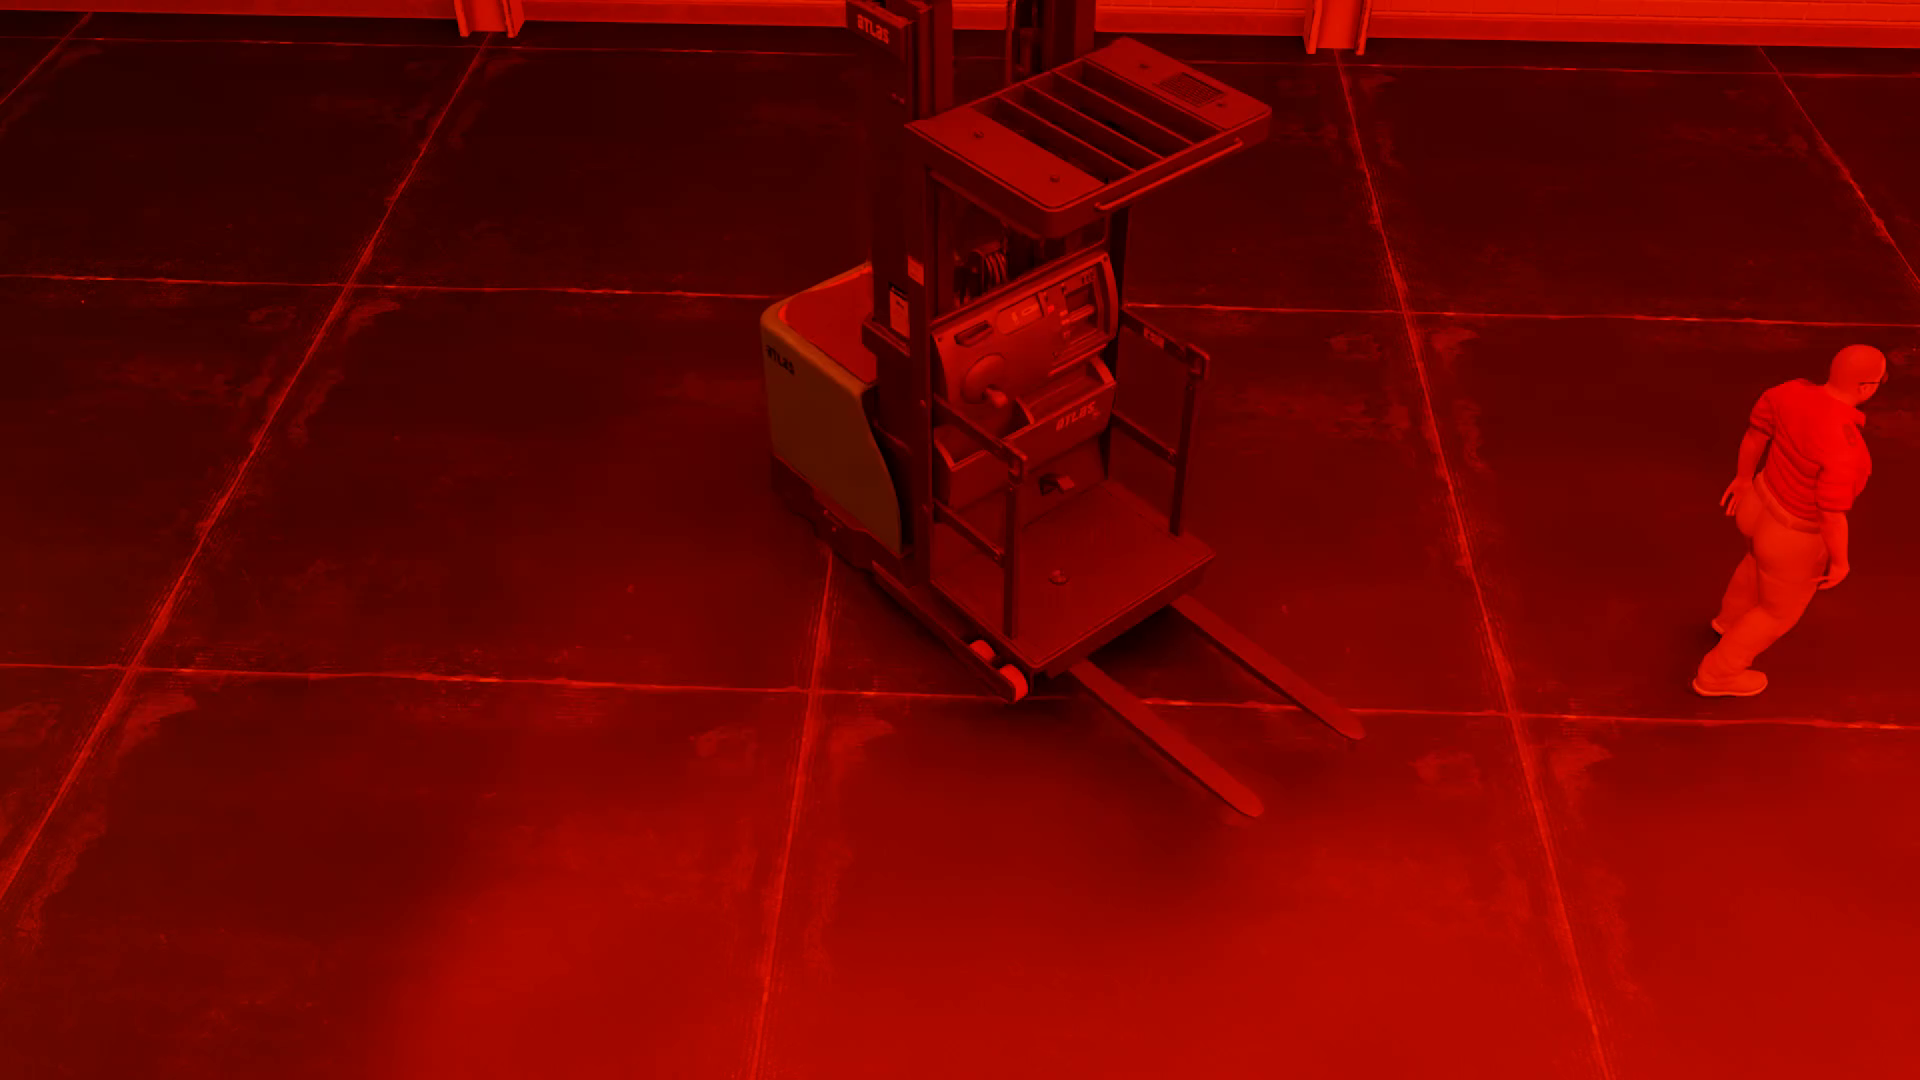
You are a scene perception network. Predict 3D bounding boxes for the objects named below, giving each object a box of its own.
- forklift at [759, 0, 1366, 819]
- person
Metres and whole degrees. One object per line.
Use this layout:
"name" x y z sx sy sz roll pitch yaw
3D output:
"forklift" 0.415 -0.770 6.586 1.130 2.935 3.031 -30 50 -28
"person" 3.418 -0.052 6.754 0.531 1.779 0.627 -5 43 -6
